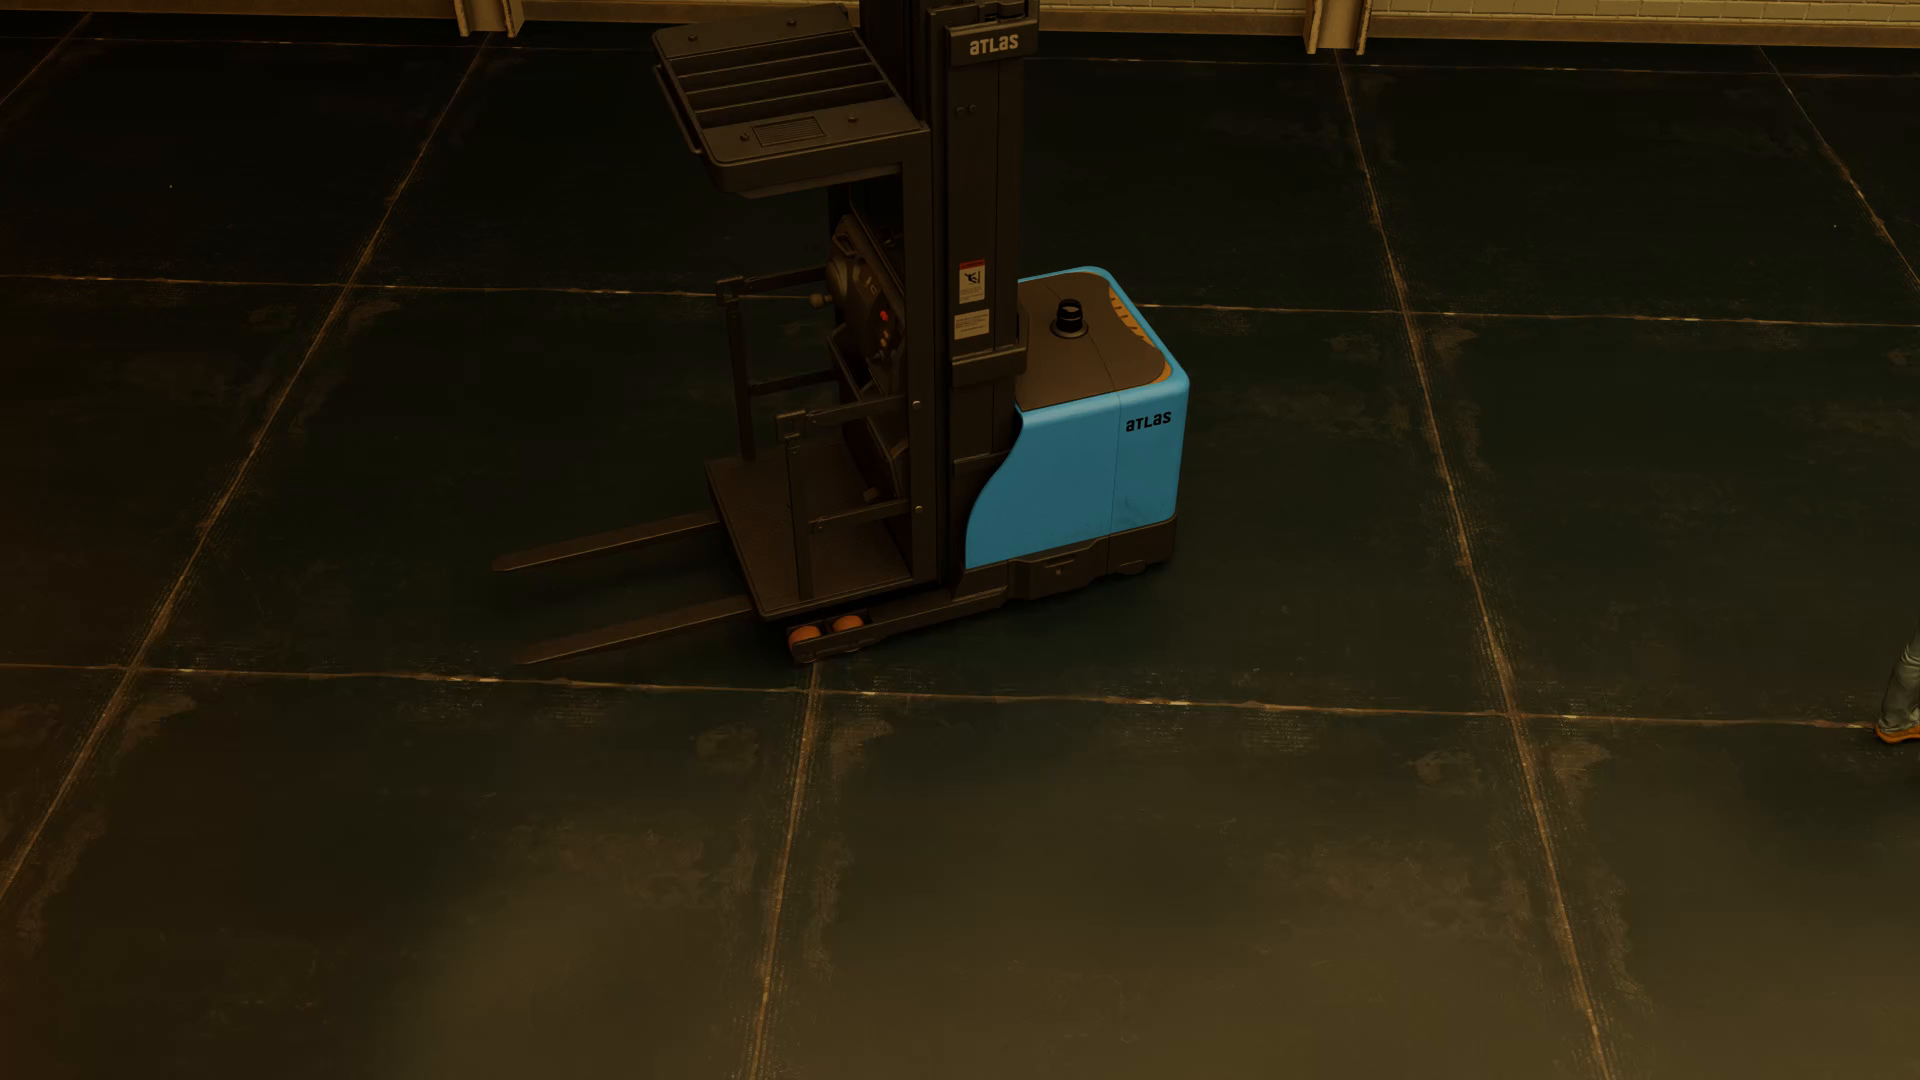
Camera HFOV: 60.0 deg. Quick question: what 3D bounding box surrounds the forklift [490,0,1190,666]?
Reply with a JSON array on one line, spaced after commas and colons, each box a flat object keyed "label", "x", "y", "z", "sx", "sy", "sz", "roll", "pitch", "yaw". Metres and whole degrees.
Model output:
[{"label": "forklift", "x": -0.573, "y": -0.945, "z": 6.778, "sx": 3.031, "sy": 2.935, "sz": 1.130, "roll": -13, "pitch": 44, "yaw": -14}]

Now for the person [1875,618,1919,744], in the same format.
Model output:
[{"label": "person", "x": 3.985, "y": 0.178, "z": 6.401, "sx": 0.575, "sy": 1.768, "sz": 0.665, "roll": -2, "pitch": 42, "yaw": -2}]
